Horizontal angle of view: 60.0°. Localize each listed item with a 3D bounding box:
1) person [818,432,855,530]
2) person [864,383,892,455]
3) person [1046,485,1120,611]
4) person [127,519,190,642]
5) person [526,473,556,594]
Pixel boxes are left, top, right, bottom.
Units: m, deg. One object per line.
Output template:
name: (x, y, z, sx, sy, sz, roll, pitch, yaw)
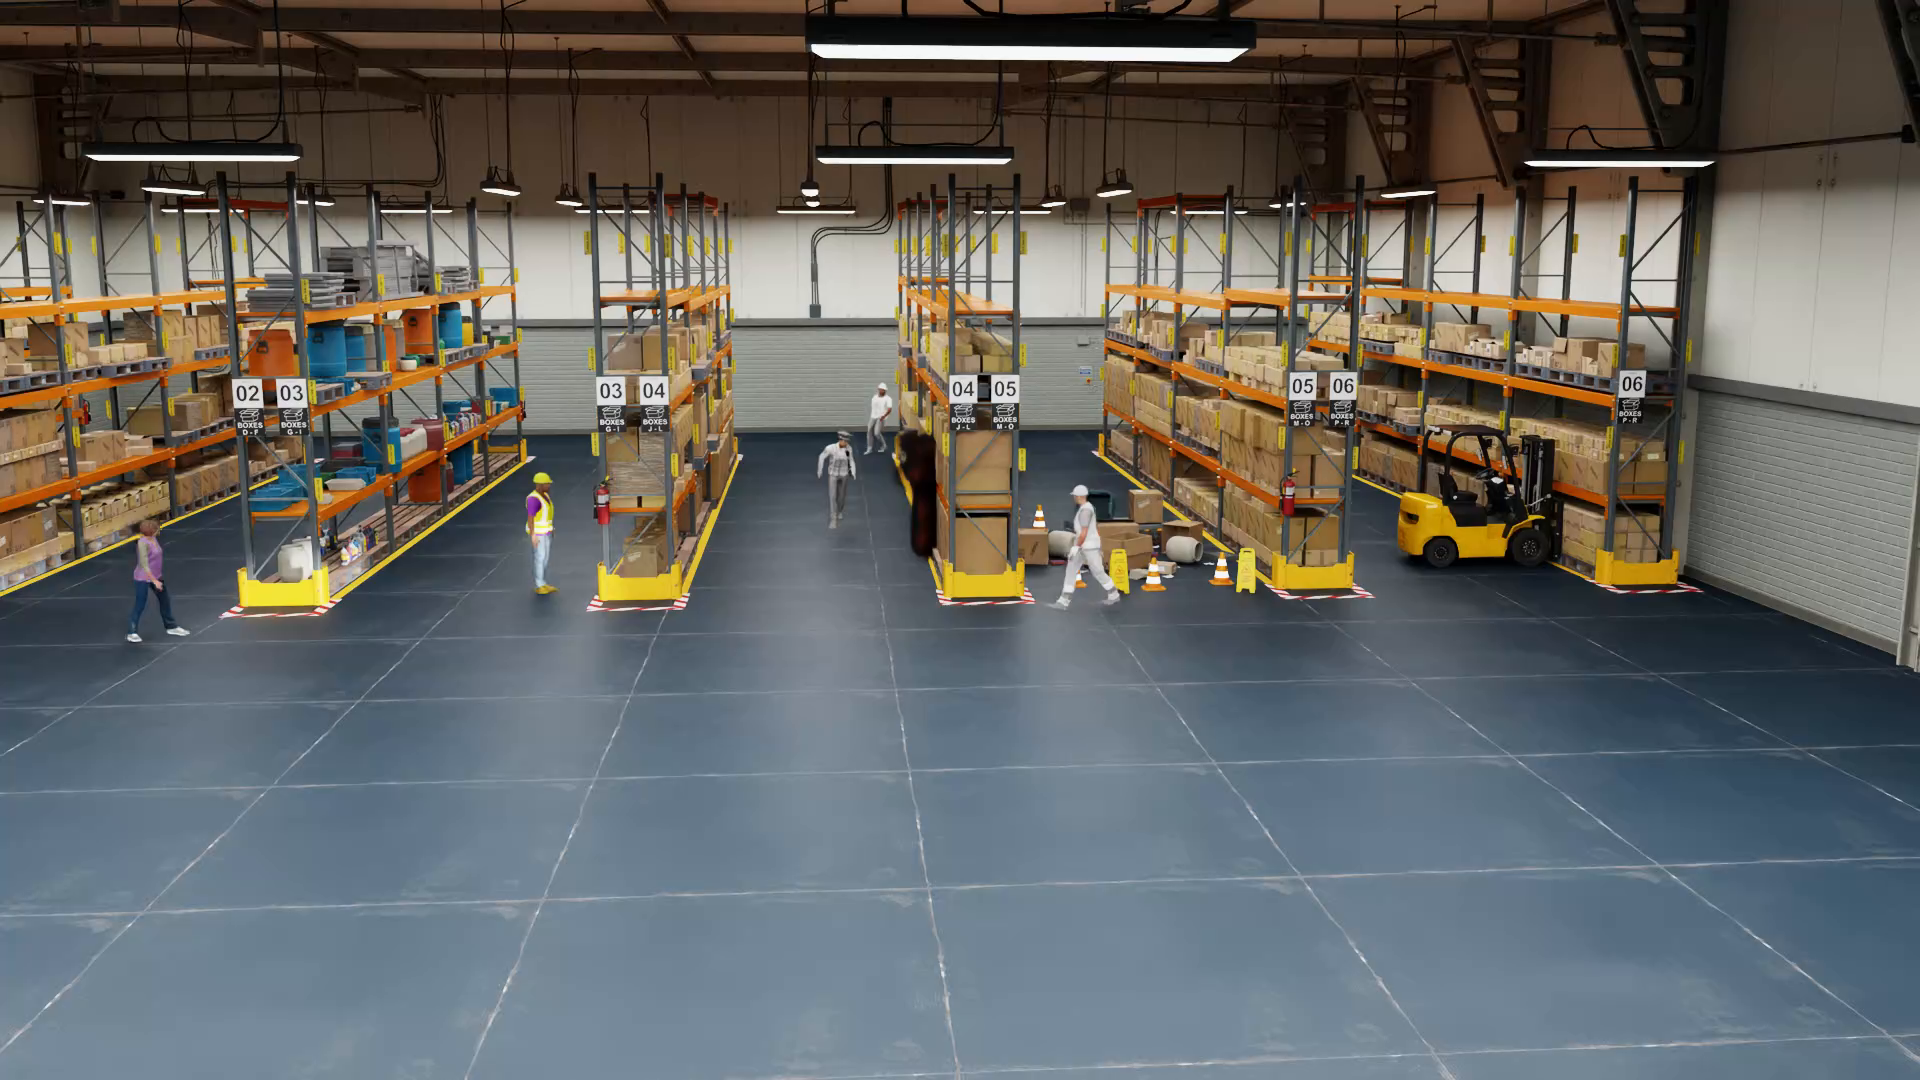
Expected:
person: (-2.118, -1.057, 28.513, 0.652, 1.634, 0.913, -1, 10, -3)
person: (-2.036, -2.953, 40.592, 0.611, 1.736, 0.709, 7, 12, 35)
person: (1.727, 0.113, 23.050, 1.057, 1.745, 0.484, -5, 11, -28)
person: (-10.391, 0.505, 21.364, 0.618, 1.581, 0.570, 1, 10, 4)
person: (-6.092, -0.102, 24.178, 0.404, 1.768, 0.610, 3, 10, 17)
